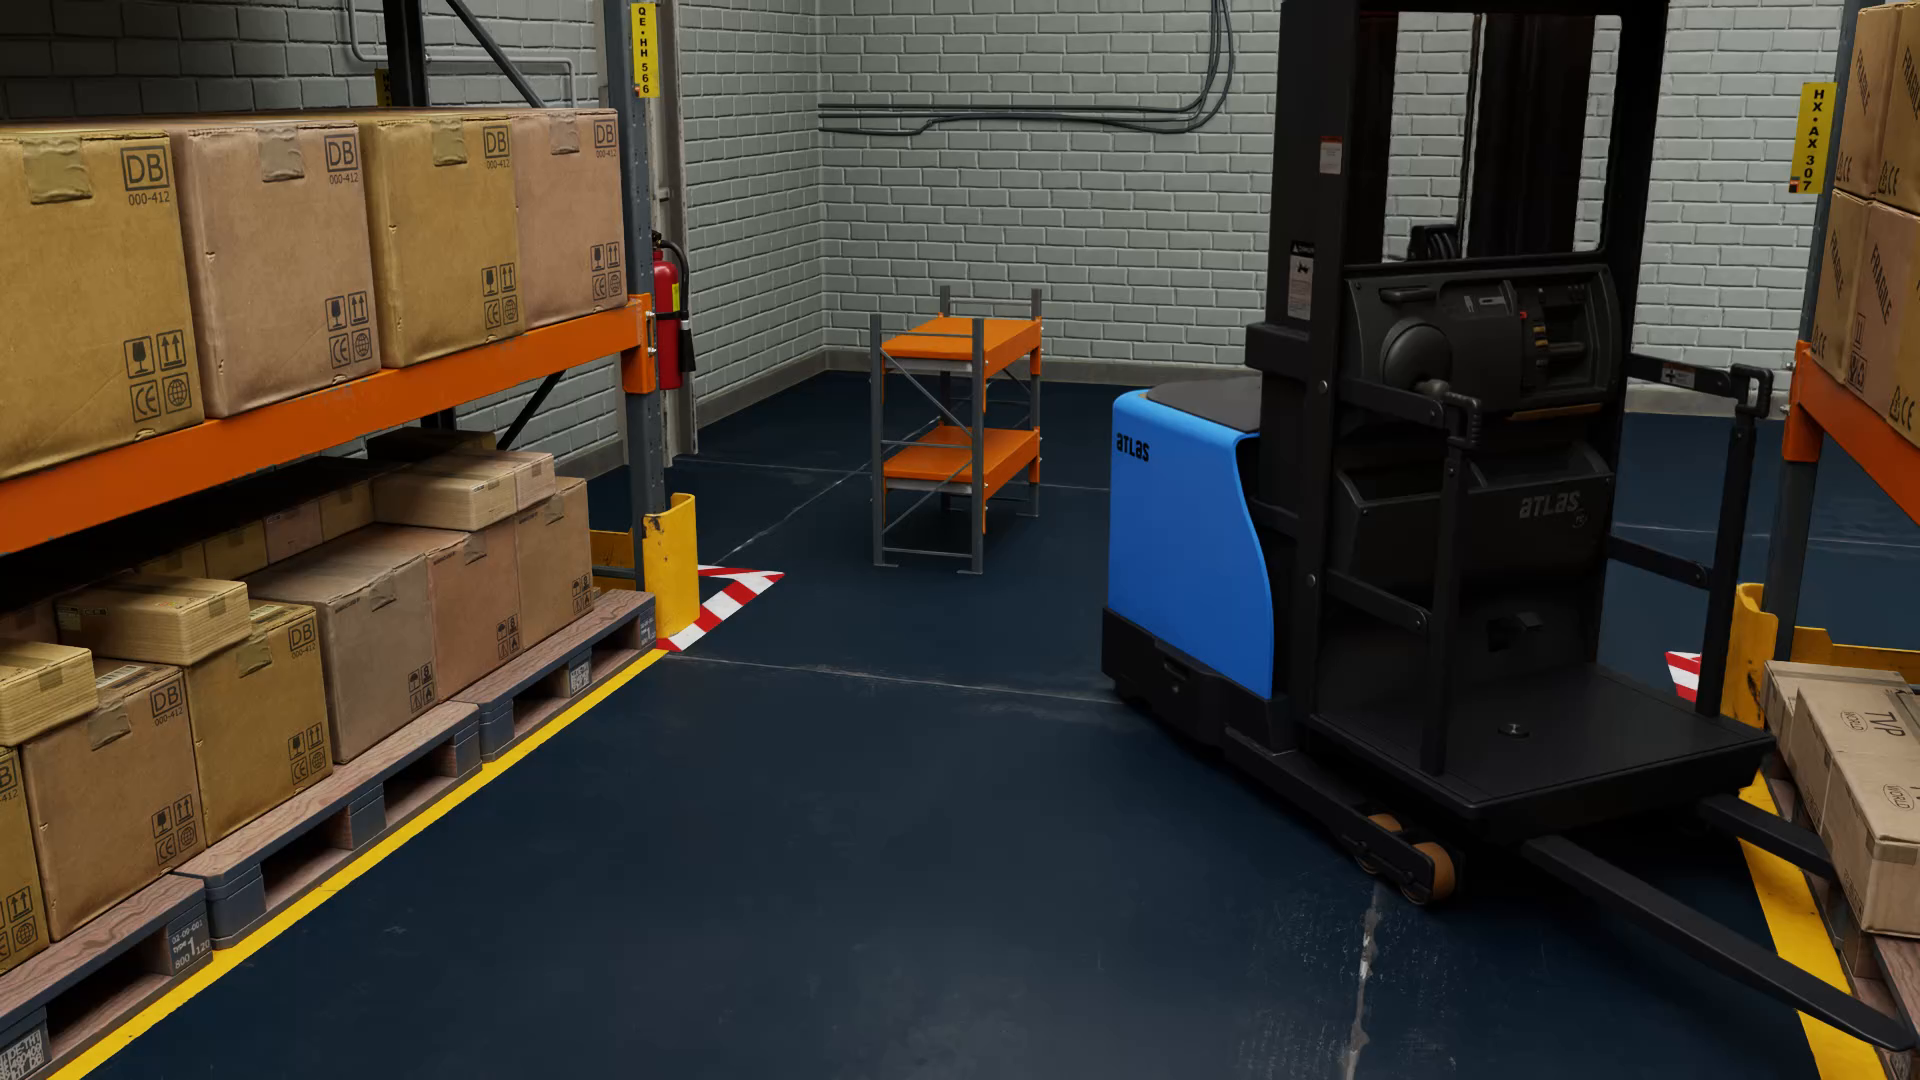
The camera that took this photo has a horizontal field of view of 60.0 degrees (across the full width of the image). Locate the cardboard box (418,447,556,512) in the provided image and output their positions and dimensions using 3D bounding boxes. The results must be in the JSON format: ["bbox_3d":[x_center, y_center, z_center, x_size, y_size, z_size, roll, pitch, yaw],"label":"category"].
[{"bbox_3d":[-1.618,-0.210,5.694,0.380,0.149,0.250,4,16,15],"label":"cardboard box"}]

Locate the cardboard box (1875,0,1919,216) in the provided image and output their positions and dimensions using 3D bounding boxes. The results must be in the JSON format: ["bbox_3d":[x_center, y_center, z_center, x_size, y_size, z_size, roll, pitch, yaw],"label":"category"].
[{"bbox_3d":[2.577,-1.050,4.018,0.500,0.500,0.500,5,17,16],"label":"cardboard box"}]

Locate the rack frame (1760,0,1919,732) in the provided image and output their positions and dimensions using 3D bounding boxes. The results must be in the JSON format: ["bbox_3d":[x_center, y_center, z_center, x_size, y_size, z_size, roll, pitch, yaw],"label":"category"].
[{"bbox_3d":[3.098,-0.754,4.989,1.000,3.000,0.127,5,16,16],"label":"rack frame"}]

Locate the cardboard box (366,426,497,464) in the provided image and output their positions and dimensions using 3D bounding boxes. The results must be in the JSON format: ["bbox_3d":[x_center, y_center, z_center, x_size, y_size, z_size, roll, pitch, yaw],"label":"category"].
[{"bbox_3d":[-1.912,-0.306,6.032,0.380,0.149,0.250,5,17,16],"label":"cardboard box"}]

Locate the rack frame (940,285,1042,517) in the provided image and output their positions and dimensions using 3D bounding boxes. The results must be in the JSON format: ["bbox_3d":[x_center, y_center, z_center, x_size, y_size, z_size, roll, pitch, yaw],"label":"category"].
[{"bbox_3d":[0.146,-0.676,8.151,0.500,1.125,0.032,5,16,16],"label":"rack frame"}]

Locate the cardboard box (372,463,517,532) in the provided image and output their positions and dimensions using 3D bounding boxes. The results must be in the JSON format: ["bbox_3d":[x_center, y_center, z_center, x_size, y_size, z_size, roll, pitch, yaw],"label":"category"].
[{"bbox_3d":[-1.690,-0.143,5.458,0.380,0.149,0.250,5,17,17],"label":"cardboard box"}]

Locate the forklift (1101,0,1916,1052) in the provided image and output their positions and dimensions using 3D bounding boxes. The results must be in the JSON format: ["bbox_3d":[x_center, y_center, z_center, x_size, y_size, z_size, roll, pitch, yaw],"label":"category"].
[{"bbox_3d":[1.575,-0.575,4.486,1.130,2.935,3.031,-7,17,-24],"label":"forklift"}]

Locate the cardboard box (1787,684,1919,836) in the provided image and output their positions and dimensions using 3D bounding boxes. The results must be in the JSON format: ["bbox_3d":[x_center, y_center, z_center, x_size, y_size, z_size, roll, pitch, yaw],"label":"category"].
[{"bbox_3d":[2.529,0.609,4.419,0.500,0.250,0.500,5,16,16],"label":"cardboard box"}]

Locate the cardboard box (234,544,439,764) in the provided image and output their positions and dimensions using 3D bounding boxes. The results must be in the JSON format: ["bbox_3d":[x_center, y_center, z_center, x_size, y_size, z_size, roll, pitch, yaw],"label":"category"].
[{"bbox_3d":[-2.040,0.317,5.025,0.700,0.500,0.500,4,16,14],"label":"cardboard box"}]

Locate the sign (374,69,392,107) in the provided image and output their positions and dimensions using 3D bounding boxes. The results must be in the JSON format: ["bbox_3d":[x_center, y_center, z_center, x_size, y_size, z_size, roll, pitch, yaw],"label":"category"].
[{"bbox_3d":[-2.183,-1.636,6.369,0.100,0.325,0.005,5,16,16],"label":"sign"}]

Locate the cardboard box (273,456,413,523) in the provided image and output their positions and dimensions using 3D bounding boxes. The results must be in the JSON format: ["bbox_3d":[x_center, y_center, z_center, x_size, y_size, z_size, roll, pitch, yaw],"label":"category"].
[{"bbox_3d":[-2.055,-0.173,5.565,0.380,0.149,0.250,5,16,16],"label":"cardboard box"}]

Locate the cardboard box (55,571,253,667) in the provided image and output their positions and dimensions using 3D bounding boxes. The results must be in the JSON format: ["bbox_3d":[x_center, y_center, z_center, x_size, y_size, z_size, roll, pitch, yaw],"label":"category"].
[{"bbox_3d":[-2.058,0.198,4.255,0.380,0.149,0.250,4,16,14],"label":"cardboard box"}]

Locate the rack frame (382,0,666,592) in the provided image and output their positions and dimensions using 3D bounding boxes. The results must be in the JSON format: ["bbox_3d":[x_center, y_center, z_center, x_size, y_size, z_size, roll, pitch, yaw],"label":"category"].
[{"bbox_3d":[-1.653,-1.137,6.340,1.000,3.000,0.127,5,16,16],"label":"rack frame"}]

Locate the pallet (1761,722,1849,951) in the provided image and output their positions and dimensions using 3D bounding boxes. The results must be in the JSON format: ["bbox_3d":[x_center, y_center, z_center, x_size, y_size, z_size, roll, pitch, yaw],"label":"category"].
[{"bbox_3d":[2.850,0.817,4.564,1.003,0.211,1.213,5,16,16],"label":"pallet"}]

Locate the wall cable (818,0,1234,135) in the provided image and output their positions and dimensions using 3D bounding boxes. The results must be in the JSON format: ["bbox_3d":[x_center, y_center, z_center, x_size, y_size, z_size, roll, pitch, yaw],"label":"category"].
[{"bbox_3d":[0.297,-3.981,11.065,3.097,2.526,0.112,5,16,16],"label":"wall cable"}]

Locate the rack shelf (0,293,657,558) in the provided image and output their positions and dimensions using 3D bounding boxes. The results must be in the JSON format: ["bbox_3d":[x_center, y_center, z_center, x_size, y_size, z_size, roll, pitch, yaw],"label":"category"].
[{"bbox_3d":[-2.221,-0.267,4.594,1.077,0.370,4.000,5,16,16],"label":"rack shelf"}]

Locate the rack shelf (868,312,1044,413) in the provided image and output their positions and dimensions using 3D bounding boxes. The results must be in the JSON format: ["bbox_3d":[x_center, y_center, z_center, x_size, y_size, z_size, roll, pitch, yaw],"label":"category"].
[{"bbox_3d":[0.002,-0.825,7.602,0.538,0.278,1.000,5,16,16],"label":"rack shelf"}]

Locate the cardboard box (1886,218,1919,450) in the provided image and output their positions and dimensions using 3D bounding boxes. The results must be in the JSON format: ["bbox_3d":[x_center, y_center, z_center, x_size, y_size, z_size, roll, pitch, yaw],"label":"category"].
[{"bbox_3d":[2.432,-0.440,3.699,0.500,0.500,0.500,5,16,16],"label":"cardboard box"}]

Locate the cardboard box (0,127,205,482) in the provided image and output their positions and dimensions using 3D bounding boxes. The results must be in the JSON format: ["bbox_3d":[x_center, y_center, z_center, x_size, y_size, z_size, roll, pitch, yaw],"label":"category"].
[{"bbox_3d":[-2.407,-0.566,3.777,0.980,0.700,0.700,4,16,14],"label":"cardboard box"}]

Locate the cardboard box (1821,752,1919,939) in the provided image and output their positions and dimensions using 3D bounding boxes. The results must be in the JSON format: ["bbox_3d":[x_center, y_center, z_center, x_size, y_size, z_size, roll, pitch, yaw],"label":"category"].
[{"bbox_3d":[2.387,0.739,3.958,0.500,0.250,0.500,5,16,16],"label":"cardboard box"}]

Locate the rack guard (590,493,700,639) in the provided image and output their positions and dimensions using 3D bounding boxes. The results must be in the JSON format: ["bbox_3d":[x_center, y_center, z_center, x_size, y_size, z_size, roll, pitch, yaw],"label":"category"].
[{"bbox_3d":[-1.646,0.059,6.703,1.175,0.500,0.348,5,16,16],"label":"rack guard"}]

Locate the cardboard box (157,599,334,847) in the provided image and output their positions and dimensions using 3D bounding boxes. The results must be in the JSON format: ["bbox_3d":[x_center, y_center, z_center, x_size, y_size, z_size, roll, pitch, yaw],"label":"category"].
[{"bbox_3d":[-2.185,0.457,4.532,0.700,0.500,0.500,5,17,17],"label":"cardboard box"}]

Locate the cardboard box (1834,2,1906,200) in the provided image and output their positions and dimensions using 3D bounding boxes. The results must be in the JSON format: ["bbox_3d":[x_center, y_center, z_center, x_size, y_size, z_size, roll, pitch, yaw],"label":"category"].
[{"bbox_3d":[2.719,-1.187,4.502,0.500,0.500,0.500,5,17,18],"label":"cardboard box"}]

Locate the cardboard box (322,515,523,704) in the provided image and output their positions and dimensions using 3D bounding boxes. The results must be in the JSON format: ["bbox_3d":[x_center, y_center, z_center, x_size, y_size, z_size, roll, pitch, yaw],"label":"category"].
[{"bbox_3d":[-1.898,0.186,5.489,0.700,0.500,0.500,5,16,16],"label":"cardboard box"}]

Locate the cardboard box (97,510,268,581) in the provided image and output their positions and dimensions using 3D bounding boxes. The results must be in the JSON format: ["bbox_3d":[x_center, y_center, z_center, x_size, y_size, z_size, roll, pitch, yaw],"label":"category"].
[{"bbox_3d":[-2.271,0.026,4.863,0.380,0.149,0.250,5,17,16],"label":"cardboard box"}]

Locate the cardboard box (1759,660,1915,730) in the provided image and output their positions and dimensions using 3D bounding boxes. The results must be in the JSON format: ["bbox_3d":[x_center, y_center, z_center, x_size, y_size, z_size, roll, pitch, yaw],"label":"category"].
[{"bbox_3d":[2.649,0.489,5.026,0.380,0.149,0.250,5,16,16],"label":"cardboard box"}]

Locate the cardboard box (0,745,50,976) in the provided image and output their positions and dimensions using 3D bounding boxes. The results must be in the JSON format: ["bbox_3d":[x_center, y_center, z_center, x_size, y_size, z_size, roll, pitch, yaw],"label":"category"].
[{"bbox_3d":[-2.479,0.723,3.596,0.700,0.500,0.500,5,17,17],"label":"cardboard box"}]

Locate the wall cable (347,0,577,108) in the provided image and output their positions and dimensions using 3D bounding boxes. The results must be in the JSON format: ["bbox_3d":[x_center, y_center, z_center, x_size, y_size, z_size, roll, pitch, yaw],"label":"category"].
[{"bbox_3d":[-2.196,-2.034,7.641,0.084,1.984,1.851,5,16,16],"label":"wall cable"}]

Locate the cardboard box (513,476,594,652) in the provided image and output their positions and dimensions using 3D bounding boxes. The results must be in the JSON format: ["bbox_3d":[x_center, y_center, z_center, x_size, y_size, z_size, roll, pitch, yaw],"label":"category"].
[{"bbox_3d":[-1.756,0.055,5.951,0.700,0.500,0.500,5,16,16],"label":"cardboard box"}]

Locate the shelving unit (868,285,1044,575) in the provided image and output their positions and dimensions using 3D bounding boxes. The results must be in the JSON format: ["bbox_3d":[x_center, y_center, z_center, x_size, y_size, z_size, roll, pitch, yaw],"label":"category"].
[{"bbox_3d":[0.002,-0.543,7.682,0.538,1.125,1.048,5,16,16],"label":"shelving unit"}]

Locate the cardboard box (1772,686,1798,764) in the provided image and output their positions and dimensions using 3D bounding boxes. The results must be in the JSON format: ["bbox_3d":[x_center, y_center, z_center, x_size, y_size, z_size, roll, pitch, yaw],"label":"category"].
[{"bbox_3d":[2.578,0.546,4.793,0.380,0.166,0.250,5,16,16],"label":"cardboard box"}]

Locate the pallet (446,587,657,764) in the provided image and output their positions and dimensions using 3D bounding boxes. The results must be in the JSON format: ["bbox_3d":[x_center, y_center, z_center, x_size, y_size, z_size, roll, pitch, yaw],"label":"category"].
[{"bbox_3d":[-1.805,0.420,5.962,1.003,0.211,1.213,5,16,16],"label":"pallet"}]

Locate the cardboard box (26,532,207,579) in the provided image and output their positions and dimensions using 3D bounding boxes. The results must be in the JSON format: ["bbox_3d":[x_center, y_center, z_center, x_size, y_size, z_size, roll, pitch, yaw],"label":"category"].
[{"bbox_3d":[-2.343,0.092,4.629,0.380,0.149,0.250,4,16,15],"label":"cardboard box"}]

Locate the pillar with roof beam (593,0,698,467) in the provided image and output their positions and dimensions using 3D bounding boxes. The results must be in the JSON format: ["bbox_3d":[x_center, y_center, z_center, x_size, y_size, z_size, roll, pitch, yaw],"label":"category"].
[{"bbox_3d":[2.413,-4.463,7.072,9.100,9.000,0.400,5,16,16],"label":"pillar with roof beam"}]

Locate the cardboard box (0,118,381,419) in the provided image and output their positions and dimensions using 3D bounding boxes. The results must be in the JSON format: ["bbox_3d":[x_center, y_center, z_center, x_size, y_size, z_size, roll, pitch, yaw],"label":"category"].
[{"bbox_3d":[-2.210,-0.757,4.451,0.980,0.700,0.700,4,16,13],"label":"cardboard box"}]

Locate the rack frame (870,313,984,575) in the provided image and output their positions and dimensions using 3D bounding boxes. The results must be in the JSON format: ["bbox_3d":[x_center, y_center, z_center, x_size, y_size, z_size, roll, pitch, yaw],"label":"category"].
[{"bbox_3d":[-0.143,-0.410,7.213,0.500,1.125,0.032,5,16,16],"label":"rack frame"}]

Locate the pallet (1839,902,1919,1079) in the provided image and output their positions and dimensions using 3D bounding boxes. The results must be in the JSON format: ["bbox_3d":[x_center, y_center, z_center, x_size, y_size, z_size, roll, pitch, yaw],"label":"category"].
[{"bbox_3d":[2.502,1.135,3.442,1.003,0.211,1.213,5,16,16],"label":"pallet"}]

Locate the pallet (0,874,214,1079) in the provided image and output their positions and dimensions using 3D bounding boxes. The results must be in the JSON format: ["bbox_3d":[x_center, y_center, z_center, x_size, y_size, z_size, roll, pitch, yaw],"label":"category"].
[{"bbox_3d":[-2.498,1.058,3.711,1.003,0.211,1.213,5,16,16],"label":"pallet"}]

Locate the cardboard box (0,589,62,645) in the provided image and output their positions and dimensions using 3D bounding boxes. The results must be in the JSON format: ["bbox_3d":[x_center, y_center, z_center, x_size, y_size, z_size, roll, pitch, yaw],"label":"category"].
[{"bbox_3d":[-2.488,0.226,4.158,0.380,0.149,0.250,4,16,14],"label":"cardboard box"}]

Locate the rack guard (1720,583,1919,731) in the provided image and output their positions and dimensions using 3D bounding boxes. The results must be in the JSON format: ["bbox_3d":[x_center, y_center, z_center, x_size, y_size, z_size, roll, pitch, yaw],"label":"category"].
[{"bbox_3d":[3.076,0.469,5.260,1.175,0.500,0.348,5,16,16],"label":"rack guard"}]

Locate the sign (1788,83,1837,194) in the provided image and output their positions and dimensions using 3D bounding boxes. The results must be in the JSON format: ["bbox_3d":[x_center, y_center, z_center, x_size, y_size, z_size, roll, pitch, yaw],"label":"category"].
[{"bbox_3d":[2.577,-1.212,5.019,0.100,0.325,0.005,5,16,16],"label":"sign"}]

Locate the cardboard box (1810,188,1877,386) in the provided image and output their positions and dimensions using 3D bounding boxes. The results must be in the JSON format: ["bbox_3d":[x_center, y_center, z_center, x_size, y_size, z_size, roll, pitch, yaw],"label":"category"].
[{"bbox_3d":[2.719,-0.706,4.638,0.500,0.500,0.500,5,17,17],"label":"cardboard box"}]

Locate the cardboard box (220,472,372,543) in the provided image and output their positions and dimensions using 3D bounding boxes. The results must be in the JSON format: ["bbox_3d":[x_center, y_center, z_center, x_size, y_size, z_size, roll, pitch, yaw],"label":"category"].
[{"bbox_3d":[-2.127,-0.108,5.334,0.380,0.149,0.250,5,17,16],"label":"cardboard box"}]

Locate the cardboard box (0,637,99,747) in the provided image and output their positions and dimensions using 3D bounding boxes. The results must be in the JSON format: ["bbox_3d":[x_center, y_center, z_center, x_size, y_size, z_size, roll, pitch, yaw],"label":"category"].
[{"bbox_3d":[-2.206,0.335,3.774,0.380,0.149,0.250,5,17,18],"label":"cardboard box"}]

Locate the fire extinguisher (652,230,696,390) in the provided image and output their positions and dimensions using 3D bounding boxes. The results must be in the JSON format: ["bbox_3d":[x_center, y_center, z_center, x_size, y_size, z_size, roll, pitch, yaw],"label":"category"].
[{"bbox_3d":[-1.168,-0.924,6.415,0.296,0.674,0.183,5,16,16],"label":"fire extinguisher"}]

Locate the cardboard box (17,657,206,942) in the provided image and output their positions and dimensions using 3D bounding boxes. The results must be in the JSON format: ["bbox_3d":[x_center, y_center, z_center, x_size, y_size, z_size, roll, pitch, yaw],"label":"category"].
[{"bbox_3d":[-2.333,0.591,4.059,0.700,0.500,0.500,4,16,15],"label":"cardboard box"}]

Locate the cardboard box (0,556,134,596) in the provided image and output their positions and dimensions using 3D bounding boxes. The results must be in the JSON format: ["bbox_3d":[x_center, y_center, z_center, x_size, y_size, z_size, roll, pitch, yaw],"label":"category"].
[{"bbox_3d":[-2.416,0.160,4.391,0.380,0.149,0.250,5,17,16],"label":"cardboard box"}]

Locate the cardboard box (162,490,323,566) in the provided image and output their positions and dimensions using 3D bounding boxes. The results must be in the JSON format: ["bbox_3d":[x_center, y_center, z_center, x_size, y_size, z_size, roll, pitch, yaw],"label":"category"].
[{"bbox_3d":[-2.198,-0.041,5.099,0.380,0.149,0.250,5,17,17],"label":"cardboard box"}]

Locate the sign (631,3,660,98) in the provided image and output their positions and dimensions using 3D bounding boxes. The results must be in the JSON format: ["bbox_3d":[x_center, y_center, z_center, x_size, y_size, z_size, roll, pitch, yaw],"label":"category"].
[{"bbox_3d":[-1.137,-1.762,5.989,0.100,0.325,0.005,5,16,16],"label":"sign"}]

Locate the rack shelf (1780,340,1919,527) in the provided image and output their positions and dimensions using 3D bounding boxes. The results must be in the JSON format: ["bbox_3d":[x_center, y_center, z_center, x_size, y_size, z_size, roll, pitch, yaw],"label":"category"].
[{"bbox_3d":[2.529,0.116,3.243,1.077,0.370,4.000,5,16,16],"label":"rack shelf"}]

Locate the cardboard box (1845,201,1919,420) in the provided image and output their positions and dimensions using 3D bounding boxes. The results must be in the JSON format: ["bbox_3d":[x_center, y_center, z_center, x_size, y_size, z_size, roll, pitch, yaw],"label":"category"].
[{"bbox_3d":[2.577,-0.571,4.161,0.500,0.500,0.500,4,16,15],"label":"cardboard box"}]

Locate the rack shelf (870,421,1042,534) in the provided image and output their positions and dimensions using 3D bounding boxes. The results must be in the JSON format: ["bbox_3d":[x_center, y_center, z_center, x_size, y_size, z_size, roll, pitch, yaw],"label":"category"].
[{"bbox_3d":[0.002,-0.308,7.749,0.538,0.278,1.000,5,16,16],"label":"rack shelf"}]

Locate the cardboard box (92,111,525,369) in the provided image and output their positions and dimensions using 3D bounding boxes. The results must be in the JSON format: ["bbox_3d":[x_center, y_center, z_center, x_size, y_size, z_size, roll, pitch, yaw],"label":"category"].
[{"bbox_3d":[-1.984,-0.956,5.152,0.980,0.700,0.700,4,16,15],"label":"cardboard box"}]

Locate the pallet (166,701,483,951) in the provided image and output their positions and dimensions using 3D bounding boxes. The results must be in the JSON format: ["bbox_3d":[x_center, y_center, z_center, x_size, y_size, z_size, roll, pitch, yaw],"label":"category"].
[{"bbox_3d":[-2.154,0.738,4.840,1.003,0.211,1.213,5,16,16],"label":"pallet"}]

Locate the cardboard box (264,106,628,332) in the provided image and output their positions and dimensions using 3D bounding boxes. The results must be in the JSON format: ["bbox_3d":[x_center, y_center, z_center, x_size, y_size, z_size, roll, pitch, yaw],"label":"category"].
[{"bbox_3d":[-1.788,-1.147,5.826,0.980,0.700,0.700,5,17,18],"label":"cardboard box"}]
